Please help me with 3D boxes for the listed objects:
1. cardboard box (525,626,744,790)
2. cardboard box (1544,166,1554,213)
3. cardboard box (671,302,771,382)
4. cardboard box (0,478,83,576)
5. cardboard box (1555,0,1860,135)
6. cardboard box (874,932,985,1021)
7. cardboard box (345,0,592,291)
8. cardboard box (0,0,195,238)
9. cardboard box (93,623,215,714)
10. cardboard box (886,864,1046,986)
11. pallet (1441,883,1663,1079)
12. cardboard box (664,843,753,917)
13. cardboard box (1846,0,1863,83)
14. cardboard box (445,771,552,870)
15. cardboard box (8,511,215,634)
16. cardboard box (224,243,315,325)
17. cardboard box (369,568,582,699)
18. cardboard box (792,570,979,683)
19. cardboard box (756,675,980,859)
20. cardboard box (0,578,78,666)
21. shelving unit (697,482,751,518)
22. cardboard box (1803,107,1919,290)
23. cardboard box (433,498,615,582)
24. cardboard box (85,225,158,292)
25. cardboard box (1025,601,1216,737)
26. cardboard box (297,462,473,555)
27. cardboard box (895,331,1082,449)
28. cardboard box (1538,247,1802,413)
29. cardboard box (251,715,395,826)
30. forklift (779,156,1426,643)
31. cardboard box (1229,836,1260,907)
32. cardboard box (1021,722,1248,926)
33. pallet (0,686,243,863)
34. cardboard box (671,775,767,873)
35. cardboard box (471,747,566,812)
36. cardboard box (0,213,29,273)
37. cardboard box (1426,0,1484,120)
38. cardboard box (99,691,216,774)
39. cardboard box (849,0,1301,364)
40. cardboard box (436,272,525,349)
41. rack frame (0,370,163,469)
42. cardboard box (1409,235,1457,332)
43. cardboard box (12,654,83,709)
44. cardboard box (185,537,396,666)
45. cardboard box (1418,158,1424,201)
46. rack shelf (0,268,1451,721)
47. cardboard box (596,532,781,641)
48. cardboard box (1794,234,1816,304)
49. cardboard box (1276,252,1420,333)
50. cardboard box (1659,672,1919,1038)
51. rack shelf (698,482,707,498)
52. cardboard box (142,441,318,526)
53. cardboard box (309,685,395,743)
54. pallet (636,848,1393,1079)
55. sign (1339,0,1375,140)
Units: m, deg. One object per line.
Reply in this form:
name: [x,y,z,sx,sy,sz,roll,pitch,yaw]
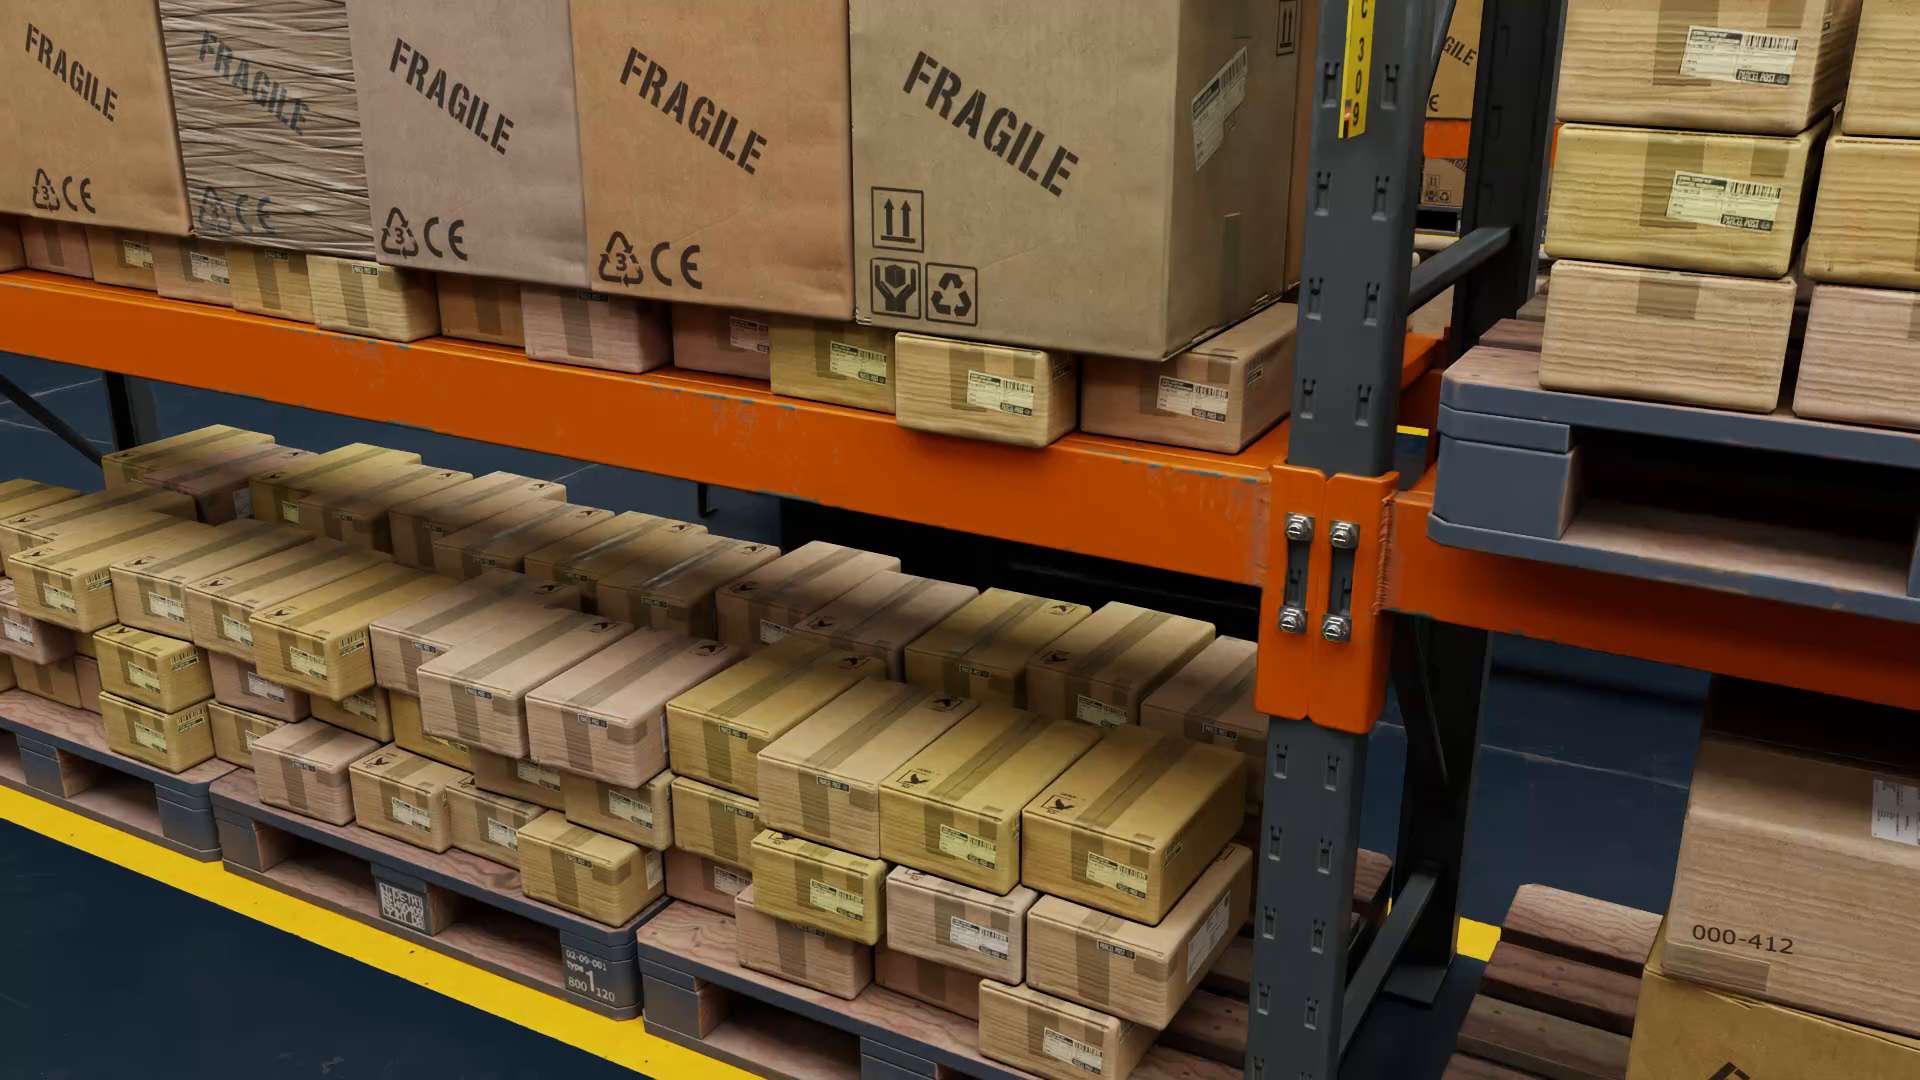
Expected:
cardboard box: [-0.630,0.322,3.272,0.250,0.149,0.380,10,22,25]
cardboard box: [4.113,-2.606,11.700,0.500,0.500,0.700,10,22,25]
cardboard box: [-0.297,-0.401,2.941,0.250,0.149,0.380,10,22,26]
cardboard box: [-2.460,-0.020,4.213,0.250,0.149,0.380,10,22,25]
cardboard box: [0.860,-0.562,1.897,0.250,0.149,0.380,12,23,30]
cardboard box: [0.046,0.705,3.087,0.250,0.149,0.380,12,23,29]
cardboard box: [-0.706,-0.759,2.975,0.500,0.500,0.500,11,23,27]
cardboard box: [-1.593,-0.934,3.459,0.500,0.500,0.500,11,23,28]
cardboard box: [-1.780,0.247,3.914,0.250,0.149,0.380,12,23,29]
cardboard box: [0.068,0.598,2.946,0.250,0.149,0.380,10,22,25]
pallet: [1.421,1.034,2.705,1.213,0.211,1.003,11,23,27]
cardboard box: [-0.387,0.600,3.376,0.250,0.149,0.380,10,22,26]
cardboard box: [1.186,-0.756,2.431,0.250,0.149,0.380,12,23,30]
cardboard box: [-0.867,0.538,3.549,0.250,0.149,0.380,11,23,28]
cardboard box: [-2.003,0.070,3.964,0.250,0.149,0.380,11,23,27]
cardboard box: [-1.242,-0.557,3.371,0.250,0.149,0.380,12,23,29]
cardboard box: [-1.035,0.207,3.589,0.250,0.149,0.380,11,23,27]
cardboard box: [-0.154,0.211,3.577,0.250,0.149,0.380,10,22,26]
cardboard box: [-0.160,0.406,3.040,0.250,0.149,0.380,11,22,27]
cardboard box: [-2.208,0.158,4.160,0.250,0.149,0.380,11,23,27]
shelving unit: [-0.645,-1.094,5.803,0.503,2.100,0.431,9,22,24]
cardboard box: [1.087,-0.380,1.830,0.250,0.149,0.380,10,22,26]
cardboard box: [-1.054,0.036,4.060,0.250,0.149,0.380,10,22,26]
cardboard box: [-1.660,-0.656,3.643,0.250,0.149,0.380,11,22,27]
cardboard box: [0.329,0.275,3.401,0.250,0.149,0.380,12,23,30]
cardboard box: [-1.491,-0.069,4.350,0.250,0.149,0.380,10,22,25]
cardboard box: [0.099,-0.276,2.595,0.250,0.149,0.380,10,22,26]
cardboard box: [0.860,-0.283,1.998,0.250,0.149,0.380,10,22,25]
cardboard box: [-1.348,0.469,3.738,0.250,0.149,0.380,10,22,25]
forklift: [0.951,-1.221,4.933,3.031,2.935,1.130,9,22,24]
cardboard box: [0.579,0.581,3.430,0.250,0.149,0.380,10,22,25]
cardboard box: [0.303,0.476,2.847,0.250,0.149,0.380,12,23,29]
pallet: [-1.993,0.398,4.458,1.213,0.211,1.003,11,23,27]
cardboard box: [-0.345,0.488,3.250,0.250,0.149,0.380,11,23,28]
cardboard box: [-0.802,0.401,3.490,0.250,0.149,0.380,10,22,25]
cardboard box: [-2.178,-0.711,3.794,0.250,0.149,0.380,10,22,26]
cardboard box: [2.085,-2.028,6.911,0.500,0.500,0.500,10,22,26]
cardboard box: [-1.792,0.388,3.962,0.250,0.149,0.380,11,23,28]
cardboard box: [0.180,-0.589,2.507,0.500,0.500,0.500,11,23,27]
cardboard box: [-0.766,-0.483,3.166,0.250,0.149,0.380,10,22,27]
rack frame: [-2.752,-1.071,4.419,0.127,3.000,1.000,11,23,27]
cardboard box: [1.789,-1.174,7.845,0.875,0.438,0.875,10,22,26]
cardboard box: [-2.182,0.273,4.278,0.250,0.149,0.380,11,23,27]
cardboard box: [-1.509,0.136,3.784,0.250,0.149,0.380,12,23,29]
cardboard box: [3.207,-2.778,12.176,0.500,0.500,0.700,12,23,29]
rack shelf: [-1.006,-0.400,3.624,4.000,0.370,1.077,11,23,27]
cardboard box: [-0.615,0.124,3.818,0.250,0.149,0.380,10,22,25]
cardboard box: [1.184,-0.478,2.537,0.250,0.149,0.380,10,22,26]
cardboard box: [0.653,-0.432,3.026,0.250,0.149,0.380,12,23,29]
cardboard box: [1.257,0.421,2.256,0.500,0.250,0.500,10,22,25]
rack shelf: [-0.645,-0.423,6.046,0.480,0.518,0.431,9,22,24]
cardboard box: [-1.975,-0.136,4.535,0.250,0.149,0.380,11,23,28]
cardboard box: [-1.245,0.296,3.779,0.250,0.149,0.380,12,23,30]
pallet: [0.137,0.804,3.339,1.213,0.211,1.003,11,23,27]
sign: [0.483,-0.650,1.988,0.005,0.325,0.100,11,23,27]
